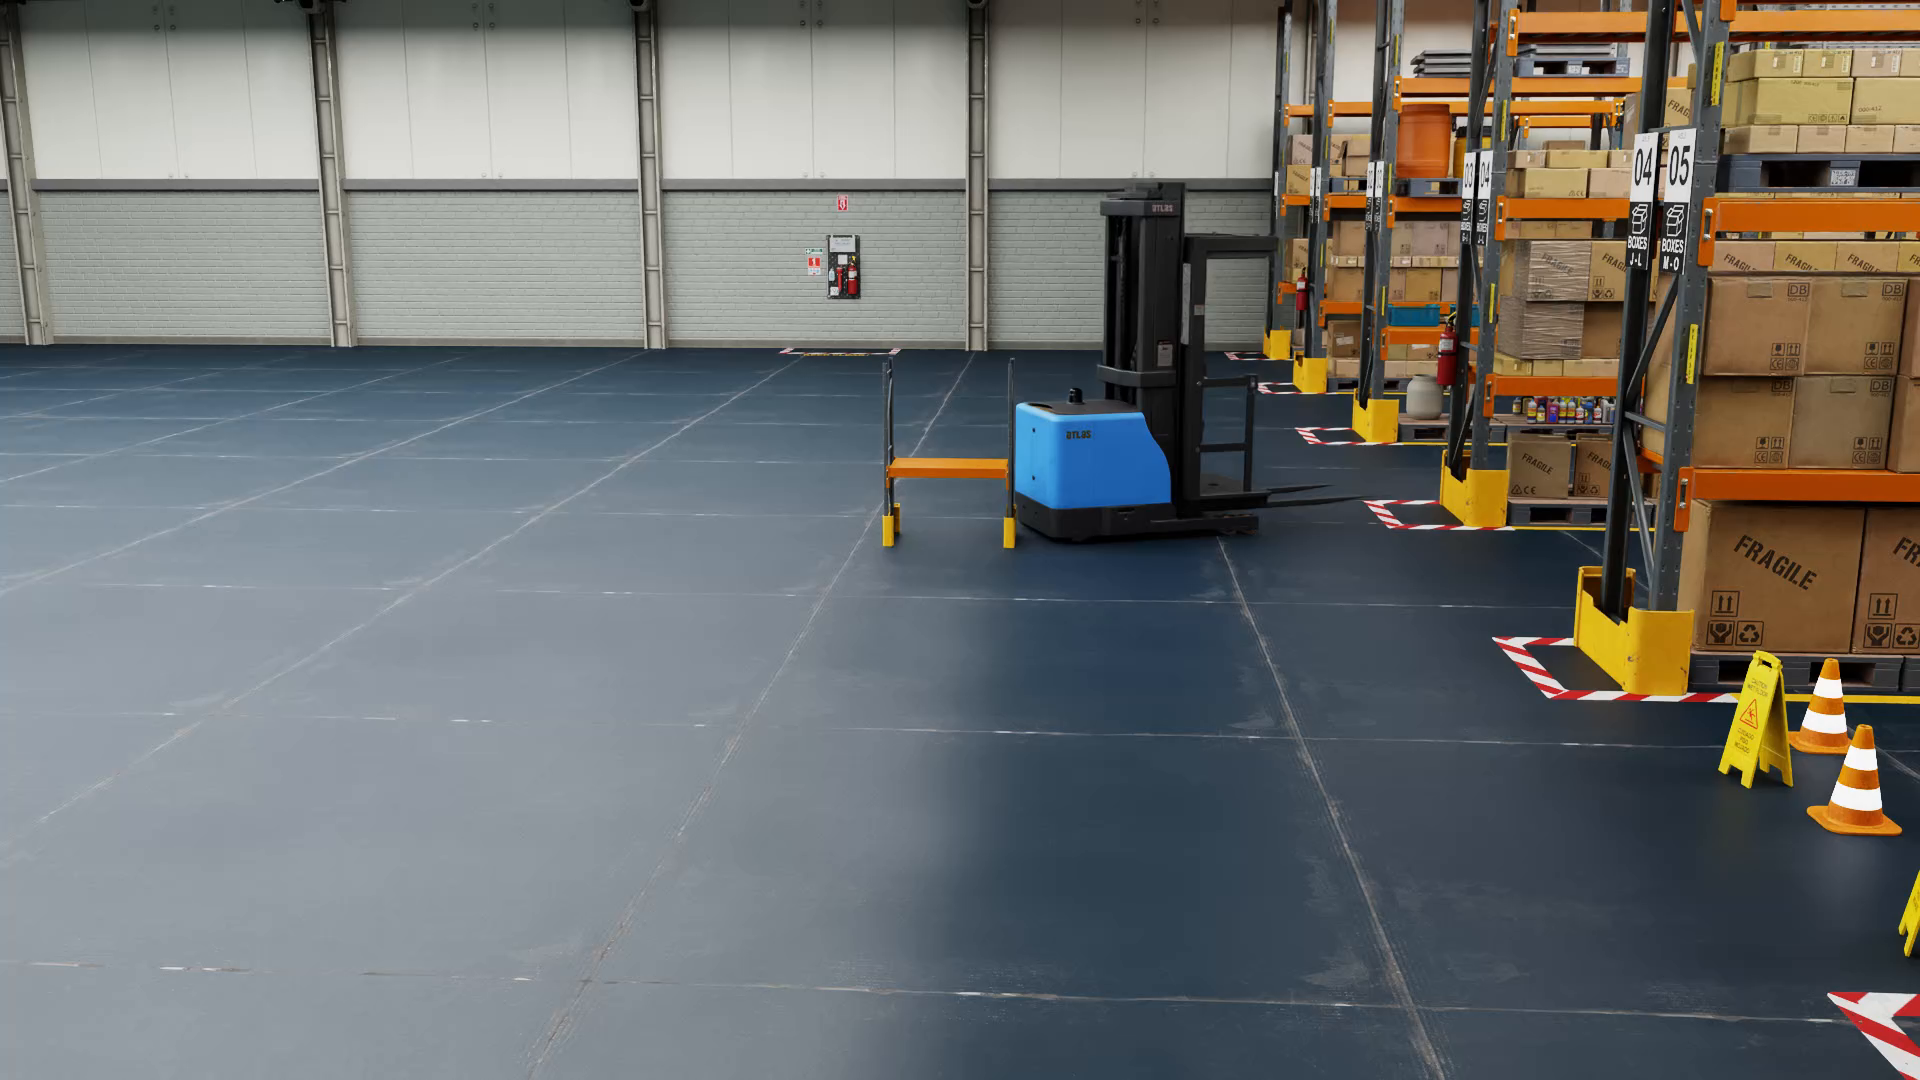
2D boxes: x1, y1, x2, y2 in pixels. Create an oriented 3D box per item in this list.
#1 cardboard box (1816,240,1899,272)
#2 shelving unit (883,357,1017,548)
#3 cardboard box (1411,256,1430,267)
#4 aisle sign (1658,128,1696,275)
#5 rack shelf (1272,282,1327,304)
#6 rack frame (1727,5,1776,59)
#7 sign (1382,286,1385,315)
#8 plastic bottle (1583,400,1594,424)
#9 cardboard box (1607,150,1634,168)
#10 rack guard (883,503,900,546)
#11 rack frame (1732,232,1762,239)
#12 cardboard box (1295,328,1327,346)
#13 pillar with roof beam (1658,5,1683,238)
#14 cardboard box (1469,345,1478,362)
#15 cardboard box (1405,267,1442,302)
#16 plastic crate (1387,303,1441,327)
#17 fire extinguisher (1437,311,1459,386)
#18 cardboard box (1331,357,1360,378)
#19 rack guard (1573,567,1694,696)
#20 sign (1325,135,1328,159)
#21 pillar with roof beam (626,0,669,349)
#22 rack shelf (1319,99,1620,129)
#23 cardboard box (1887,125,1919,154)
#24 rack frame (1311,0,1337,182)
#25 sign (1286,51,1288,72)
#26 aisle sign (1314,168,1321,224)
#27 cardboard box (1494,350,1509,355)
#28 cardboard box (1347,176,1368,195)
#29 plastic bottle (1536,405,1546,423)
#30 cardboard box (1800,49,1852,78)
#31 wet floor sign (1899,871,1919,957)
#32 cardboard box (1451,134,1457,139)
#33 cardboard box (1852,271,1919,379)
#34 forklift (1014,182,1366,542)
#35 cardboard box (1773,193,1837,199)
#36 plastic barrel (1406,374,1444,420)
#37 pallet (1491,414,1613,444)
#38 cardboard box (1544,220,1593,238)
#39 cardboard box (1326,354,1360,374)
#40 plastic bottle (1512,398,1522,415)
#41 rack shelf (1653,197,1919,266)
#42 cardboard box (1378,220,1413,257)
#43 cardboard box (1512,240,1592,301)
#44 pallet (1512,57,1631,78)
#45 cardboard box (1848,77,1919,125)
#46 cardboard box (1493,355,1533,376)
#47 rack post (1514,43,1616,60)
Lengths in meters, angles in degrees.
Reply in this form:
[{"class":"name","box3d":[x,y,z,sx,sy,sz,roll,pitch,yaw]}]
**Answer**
[{"class":"cardboard box","box3d":[7.573,-2.284,14.117,0.500,0.500,0.500,1,12,4]},{"class":"shelving unit","box3d":[-0.076,-0.735,13.789,1.083,1.500,0.587,1,12,4]},{"class":"cardboard box","box3d":[6.621,-4.025,24.026,0.250,0.149,0.380,0,12,2]},{"class":"aisle sign","box3d":[4.025,-1.898,9.338,0.004,0.787,0.394,1,12,4]},{"class":"rack shelf","box3d":[7.536,-4.354,29.185,4.000,0.370,1.077,1,12,4]},{"class":"rack frame","box3d":[8.870,-5.592,18.691,0.127,3.000,1.000,1,12,4]},{"class":"sign","box3d":[4.838,-2.733,19.002,0.005,0.325,0.100,1,12,4]},{"class":"plastic bottle","box3d":[7.311,-1.493,19.336,0.097,0.271,0.097,0,12,0]},{"class":"cardboard box","box3d":[5.587,-3.217,14.058,0.250,0.149,0.380,1,12,6]},{"class":"rack guard","box3d":[-0.573,-0.130,13.950,0.087,0.250,0.587,1,12,4]},{"class":"rack frame","box3d":[13.523,-4.624,28.719,0.127,3.000,1.000,1,12,4]},{"class":"cardboard box","box3d":[6.225,-3.605,29.340,0.500,0.311,0.500,-1,12,-3]},{"class":"pillar with roof beam","box3d":[11.996,-6.876,24.830,0.548,9.000,9.100,1,12,4]},{"class":"cardboard box","box3d":[7.230,-2.875,24.213,0.500,0.500,0.500,1,12,4]},{"class":"cardboard box","box3d":[6.698,-3.748,24.283,0.500,0.500,0.700,1,12,4]},{"class":"plastic crate","box3d":[5.398,-2.691,19.842,0.616,0.251,0.499,1,12,4]},{"class":"fire extinguisher","box3d":[4.464,-1.756,15.195,0.183,0.674,0.296,1,12,4]},{"class":"cardboard box","box3d":[5.734,-2.529,24.391,0.500,0.250,0.500,1,12,4]},{"class":"rack guard","box3d":[4.092,0.537,10.150,0.348,0.500,1.175,1,12,4]},{"class":"sign","box3d":[5.170,-5.543,23.458,0.005,0.325,0.100,1,12,4]},{"class":"pillar with roof beam","box3d":[-5.964,-7.122,26.008,0.548,9.000,9.100,1,12,4]},{"class":"rack shelf","box3d":[7.209,-6.083,23.774,4.000,0.370,1.077,1,12,4]},{"class":"cardboard box","box3d":[5.193,-2.206,9.173,0.250,0.149,0.380,1,12,4]},{"class":"rack frame","box3d":[5.213,-6.658,23.790,0.127,3.000,1.000,1,12,4]},{"class":"sign","box3d":[5.504,-8.055,27.995,0.005,0.325,0.100,1,12,4]},{"class":"aisle sign","box3d":[5.127,-4.933,23.843,0.004,0.787,0.394,1,12,4]},{"class":"cardboard box","box3d":[4.846,-1.613,14.939,0.250,0.149,0.380,1,12,4]},{"class":"cardboard box","box3d":[6.910,-6.184,28.557,0.500,0.500,0.500,1,12,6]},{"class":"plastic bottle","box3d":[6.770,-1.466,19.379,0.097,0.201,0.097,0,12,0]},{"class":"cardboard box","box3d":[4.677,-2.603,9.126,0.250,0.149,0.380,1,12,4]},{"class":"wet floor sign","box3d":[3.768,1.258,6.350,0.232,0.644,0.267,5,13,23]},{"class":"cardboard box","box3d":[8.463,-6.652,28.353,0.500,0.500,0.500,1,12,7]},{"class":"cardboard box","box3d":[5.588,-1.251,9.589,0.550,0.550,0.875,1,12,4]},{"class":"forklift","box3d":[2.040,-1.572,14.293,3.031,2.935,1.130,-4,12,-17]},{"class":"cardboard box","box3d":[7.037,-3.006,14.024,0.500,0.250,0.500,1,12,3]},{"class":"plastic barrel","box3d":[5.541,-1.704,19.810,0.421,0.512,0.421,0,12,0]},{"class":"pallet","box3d":[6.982,-1.324,19.753,1.213,0.211,1.003,1,12,4]},{"class":"cardboard box","box3d":[8.761,-4.356,24.023,0.500,0.500,0.700,1,12,4]},{"class":"cardboard box","box3d":[5.768,-2.635,24.896,0.500,0.250,0.500,1,12,4]},{"class":"plastic bottle","box3d":[6.741,-1.620,20.116,0.097,0.201,0.097,0,12,0]},{"class":"rack shelf","box3d":[6.111,-1.775,9.528,4.000,0.370,1.077,1,12,4]},{"class":"cardboard box","box3d":[6.256,-4.390,24.186,0.500,0.500,0.700,0,12,2]},{"class":"cardboard box","box3d":[5.078,-2.319,14.285,0.500,0.500,0.500,1,12,4]},{"class":"pallet","box3d":[6.825,-5.325,18.855,1.213,0.211,1.003,1,12,4]},{"class":"cardboard box","box3d":[5.087,-2.415,9.203,0.500,0.250,0.500,1,12,3]},{"class":"cardboard box","box3d":[4.816,-1.523,14.504,0.250,0.149,0.380,1,12,4]},{"class":"rack post","box3d":[6.814,-5.589,18.864,0.954,0.300,0.937,1,12,3]}]
